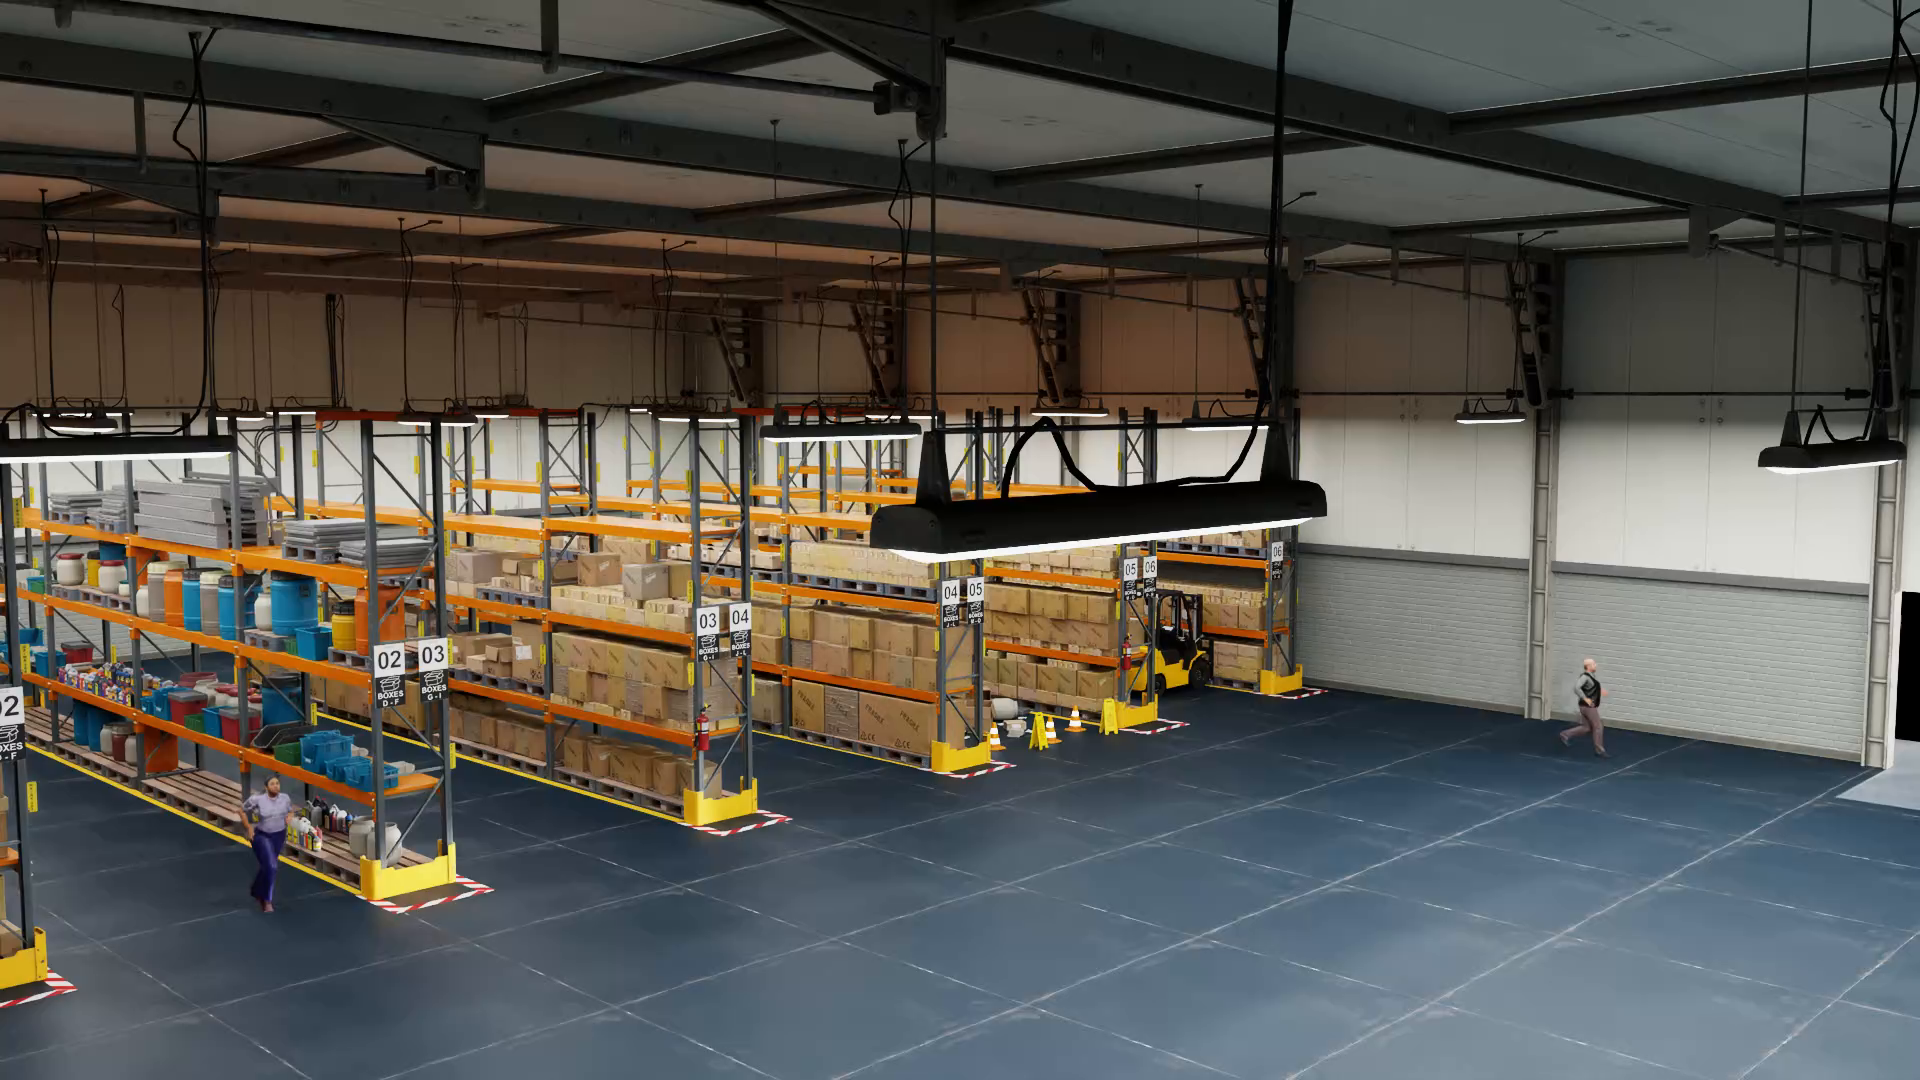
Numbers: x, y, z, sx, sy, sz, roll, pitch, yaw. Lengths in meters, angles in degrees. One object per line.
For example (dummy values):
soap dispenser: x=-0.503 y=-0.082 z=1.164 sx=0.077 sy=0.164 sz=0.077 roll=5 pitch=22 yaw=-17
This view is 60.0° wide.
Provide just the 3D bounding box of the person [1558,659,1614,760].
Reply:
person: x=10.900 y=2.920 z=28.917 sx=0.928 sy=1.727 sz=0.663 roll=2 pitch=6 yaw=23

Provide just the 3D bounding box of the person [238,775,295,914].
person: x=-8.499 y=3.728 z=20.486 sx=0.727 sy=1.704 sz=0.591 roll=4 pitch=6 yaw=37
